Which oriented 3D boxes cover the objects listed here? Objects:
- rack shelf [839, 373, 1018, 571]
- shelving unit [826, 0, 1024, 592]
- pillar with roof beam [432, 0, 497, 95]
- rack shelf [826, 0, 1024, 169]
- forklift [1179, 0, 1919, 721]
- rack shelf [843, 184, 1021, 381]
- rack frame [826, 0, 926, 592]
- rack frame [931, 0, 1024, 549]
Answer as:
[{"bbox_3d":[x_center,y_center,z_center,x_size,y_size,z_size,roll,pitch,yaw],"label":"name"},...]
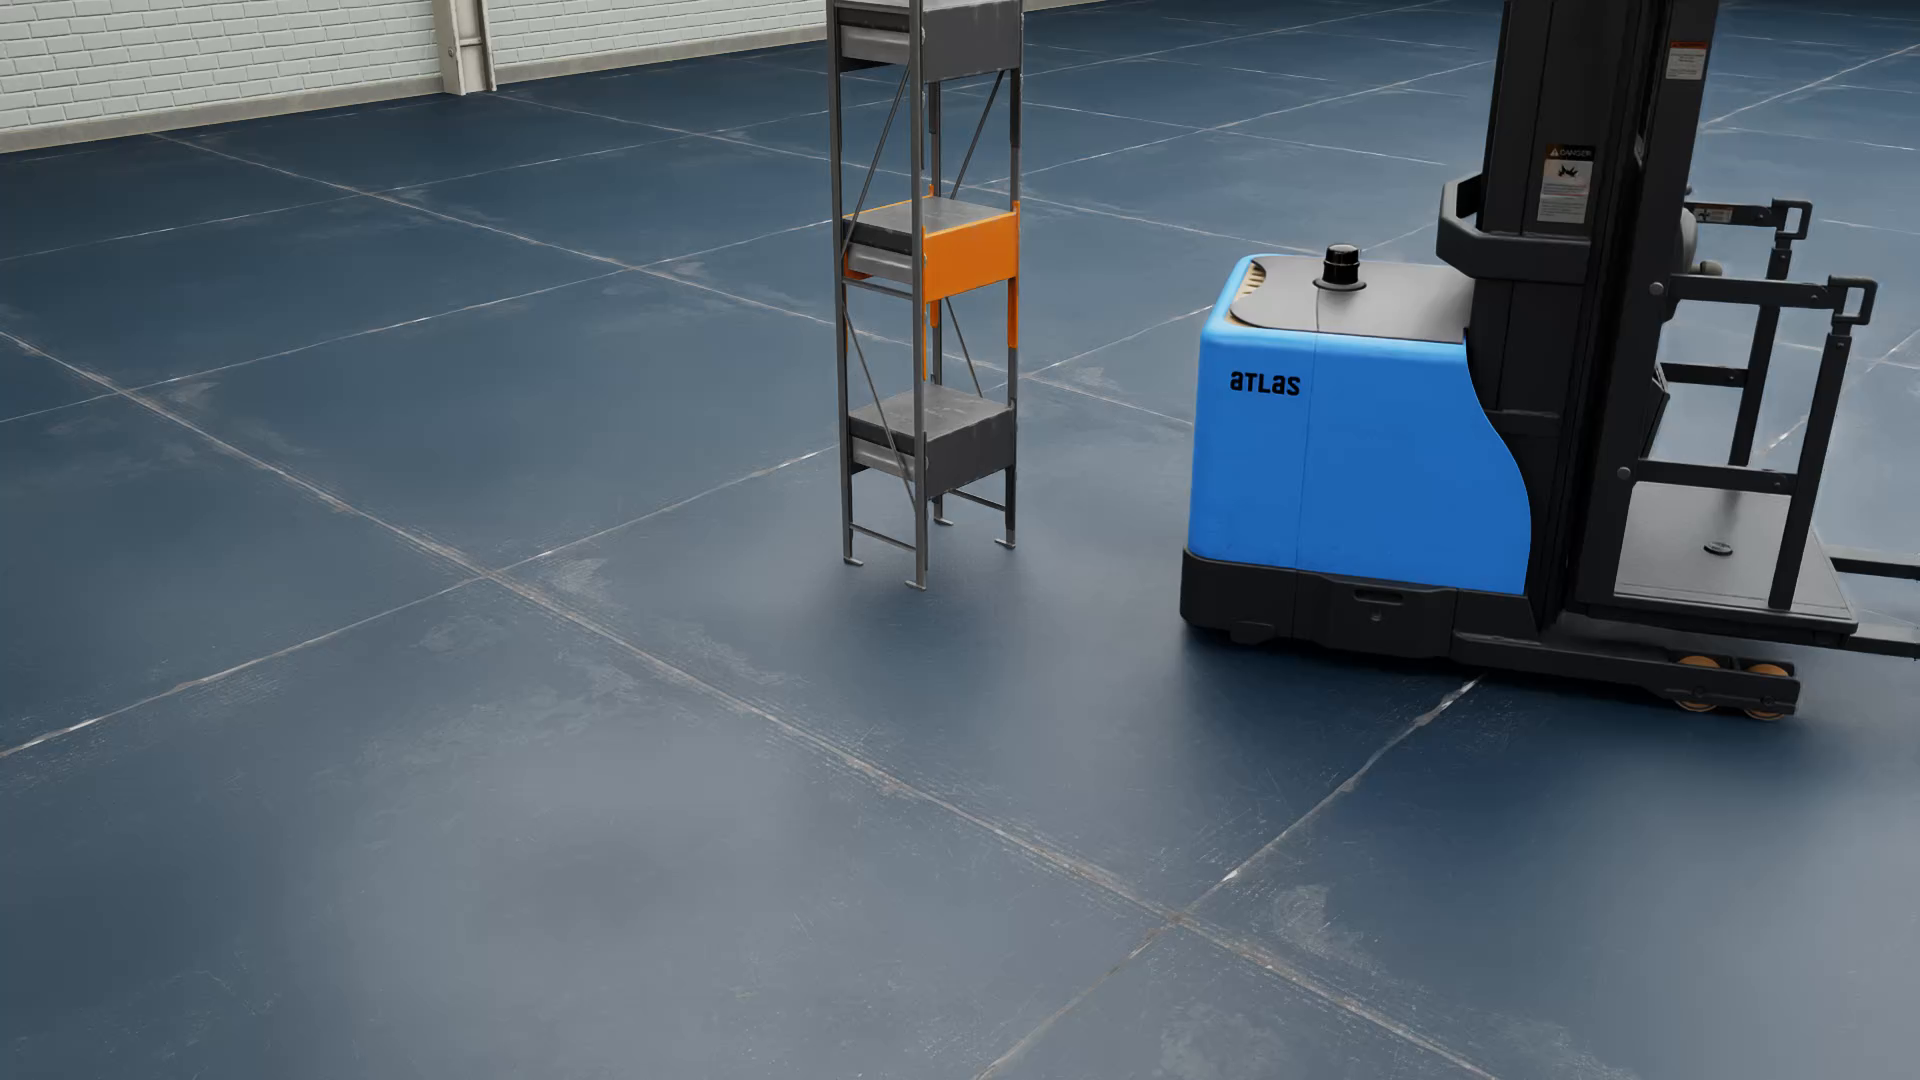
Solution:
[{"bbox_3d":[-0.110,-0.256,6.000,0.431,0.518,0.480,20,31,38],"label":"rack shelf"},{"bbox_3d":[-0.110,-0.908,5.708,0.431,2.100,0.503,20,31,38],"label":"shelving unit"},{"bbox_3d":[-1.425,-7.175,11.254,9.100,9.000,0.400,20,31,38],"label":"pillar with roof beam"},{"bbox_3d":[-0.110,-1.534,5.427,0.431,0.518,0.480,20,31,38],"label":"rack shelf"},{"bbox_3d":[2.306,-1.033,4.972,3.031,2.935,1.130,7,25,14],"label":"forklift"},{"bbox_3d":[-0.110,-0.895,5.714,0.431,0.518,0.480,20,31,38],"label":"rack shelf"},{"bbox_3d":[-0.273,-0.833,5.542,0.400,2.100,0.015,20,31,38],"label":"rack frame"},{"bbox_3d":[0.052,-0.982,5.874,0.400,2.100,0.015,20,31,38],"label":"rack frame"}]
